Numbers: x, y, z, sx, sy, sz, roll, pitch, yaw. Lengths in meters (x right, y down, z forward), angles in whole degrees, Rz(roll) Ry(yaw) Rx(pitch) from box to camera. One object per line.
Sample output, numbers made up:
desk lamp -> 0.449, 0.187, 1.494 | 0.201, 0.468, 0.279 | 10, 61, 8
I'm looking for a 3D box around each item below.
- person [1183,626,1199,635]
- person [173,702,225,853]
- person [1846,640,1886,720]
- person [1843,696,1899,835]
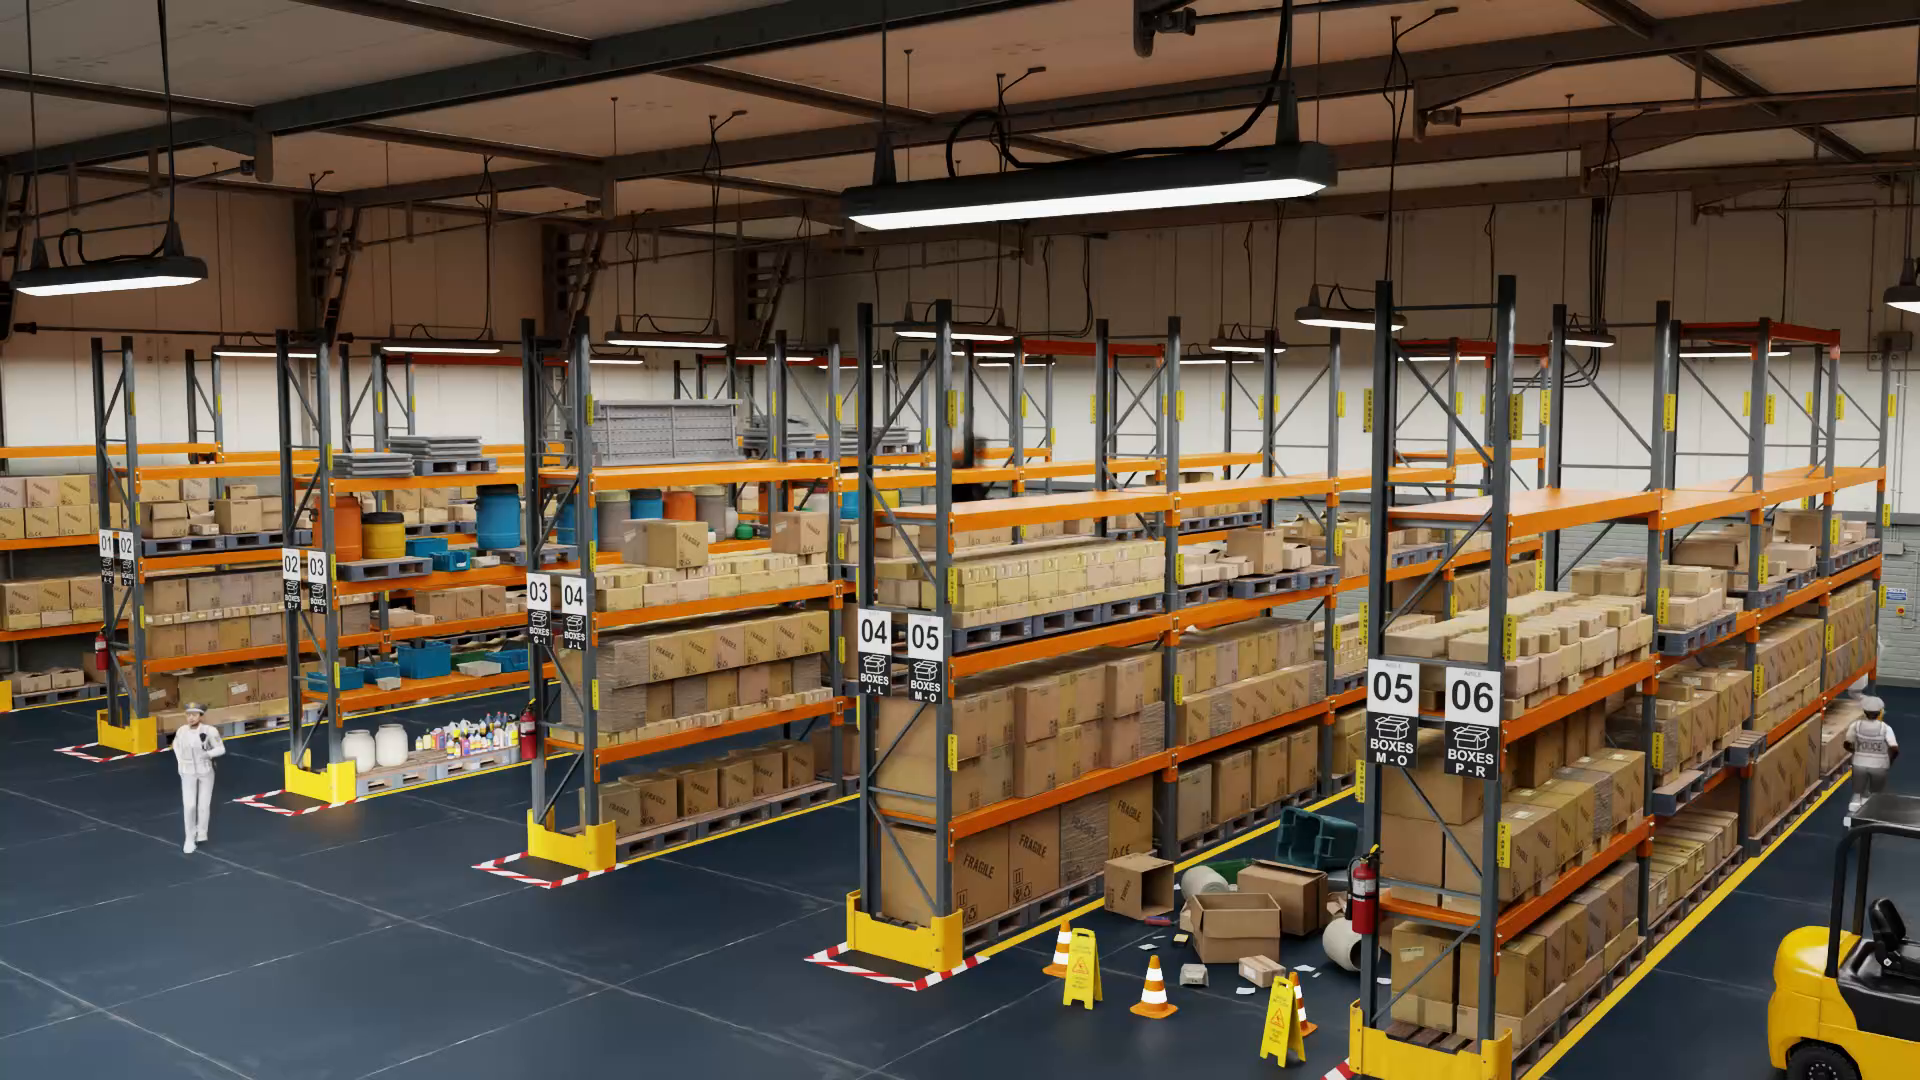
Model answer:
person -> 3.144, 2.034, 22.673 | 0.662, 1.748, 0.599 | 3, 6, 33
person -> -8.667, 2.692, 18.937 | 0.579, 1.740, 0.708 | -2, 5, -17
person -> 14.040, 2.064, 26.019 | 0.757, 1.721, 0.831 | -2, 5, -22
person -> 10.631, 2.652, 19.417 | 0.579, 1.649, 0.667 | 3, 6, 33
